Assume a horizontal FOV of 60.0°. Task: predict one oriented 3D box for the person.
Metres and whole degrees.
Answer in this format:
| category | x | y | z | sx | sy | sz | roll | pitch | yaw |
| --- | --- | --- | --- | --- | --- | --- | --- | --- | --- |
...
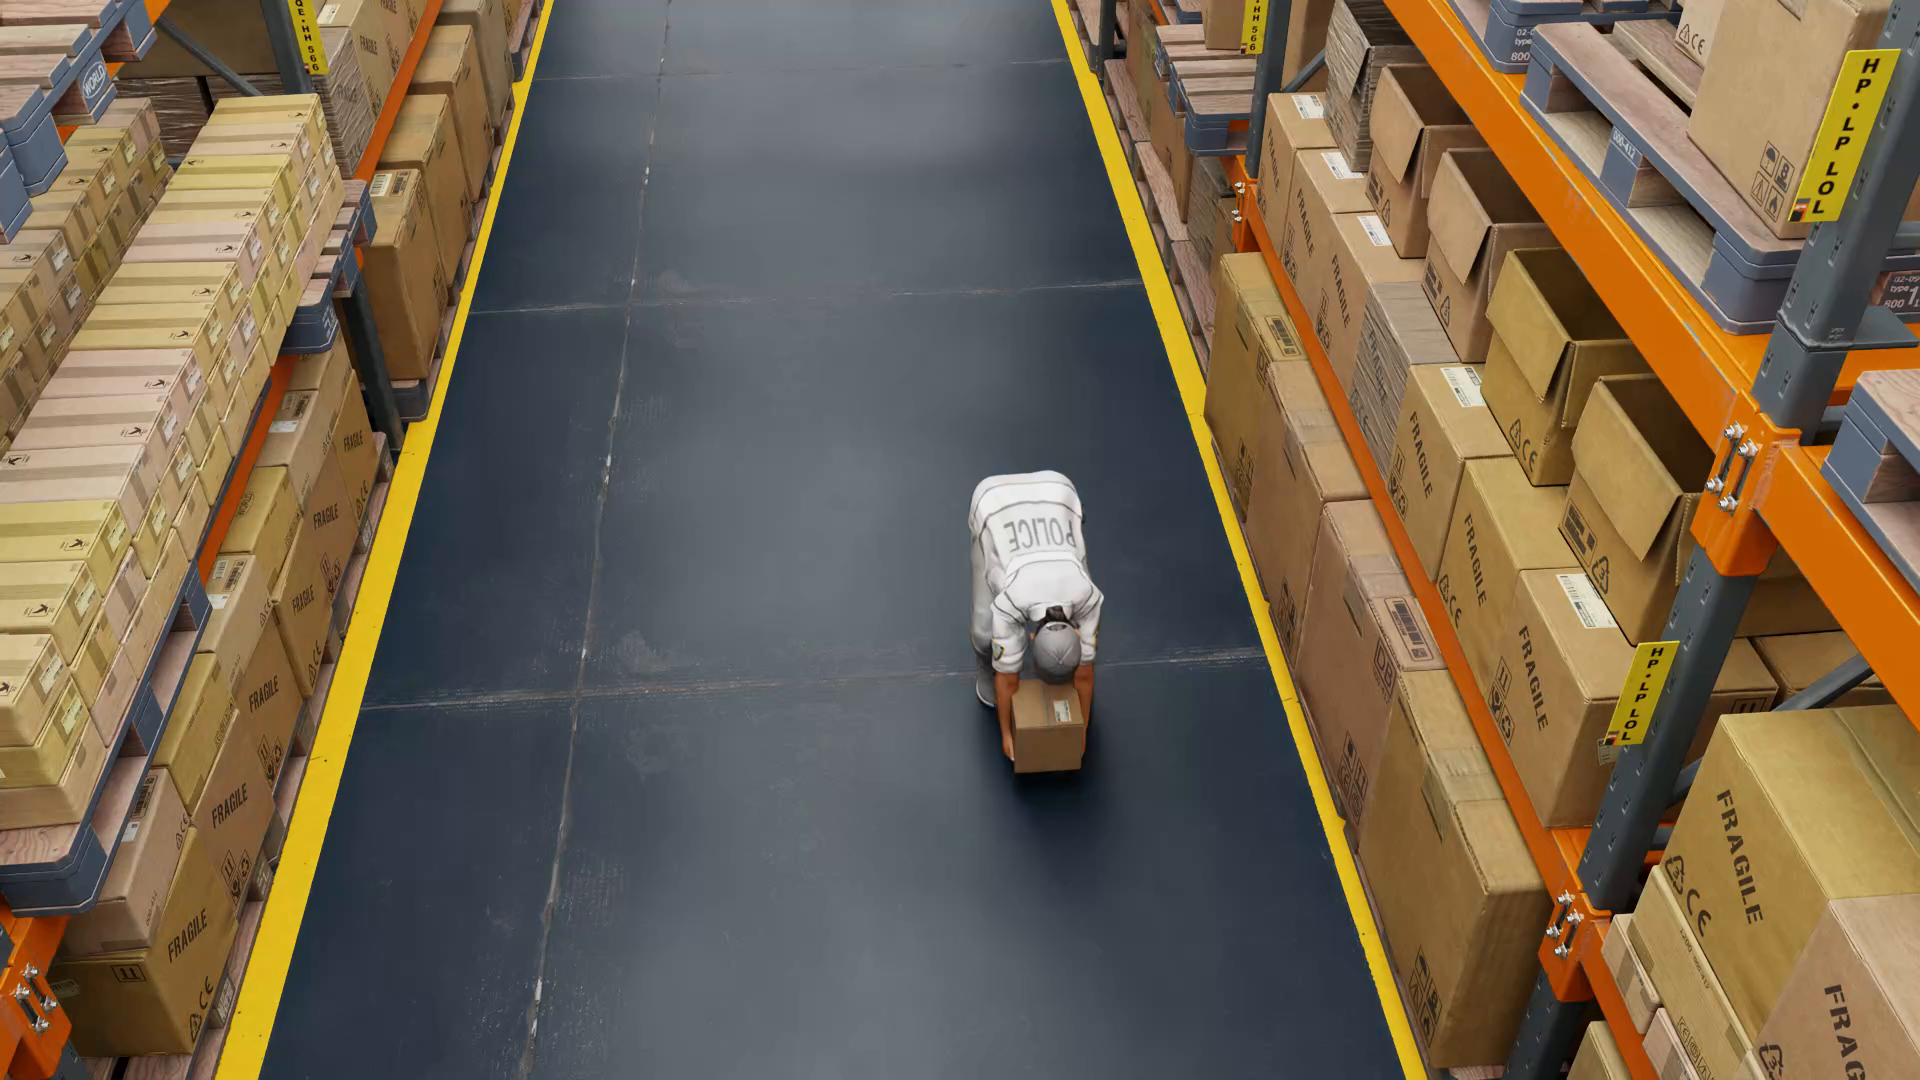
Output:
| category | x | y | z | sx | sy | sz | roll | pitch | yaw |
| --- | --- | --- | --- | --- | --- | --- | --- | --- | --- |
| person | 0.292 | 0.311 | 6.327 | 0.511 | 0.966 | 0.940 | -5 | 40 | -6 |
